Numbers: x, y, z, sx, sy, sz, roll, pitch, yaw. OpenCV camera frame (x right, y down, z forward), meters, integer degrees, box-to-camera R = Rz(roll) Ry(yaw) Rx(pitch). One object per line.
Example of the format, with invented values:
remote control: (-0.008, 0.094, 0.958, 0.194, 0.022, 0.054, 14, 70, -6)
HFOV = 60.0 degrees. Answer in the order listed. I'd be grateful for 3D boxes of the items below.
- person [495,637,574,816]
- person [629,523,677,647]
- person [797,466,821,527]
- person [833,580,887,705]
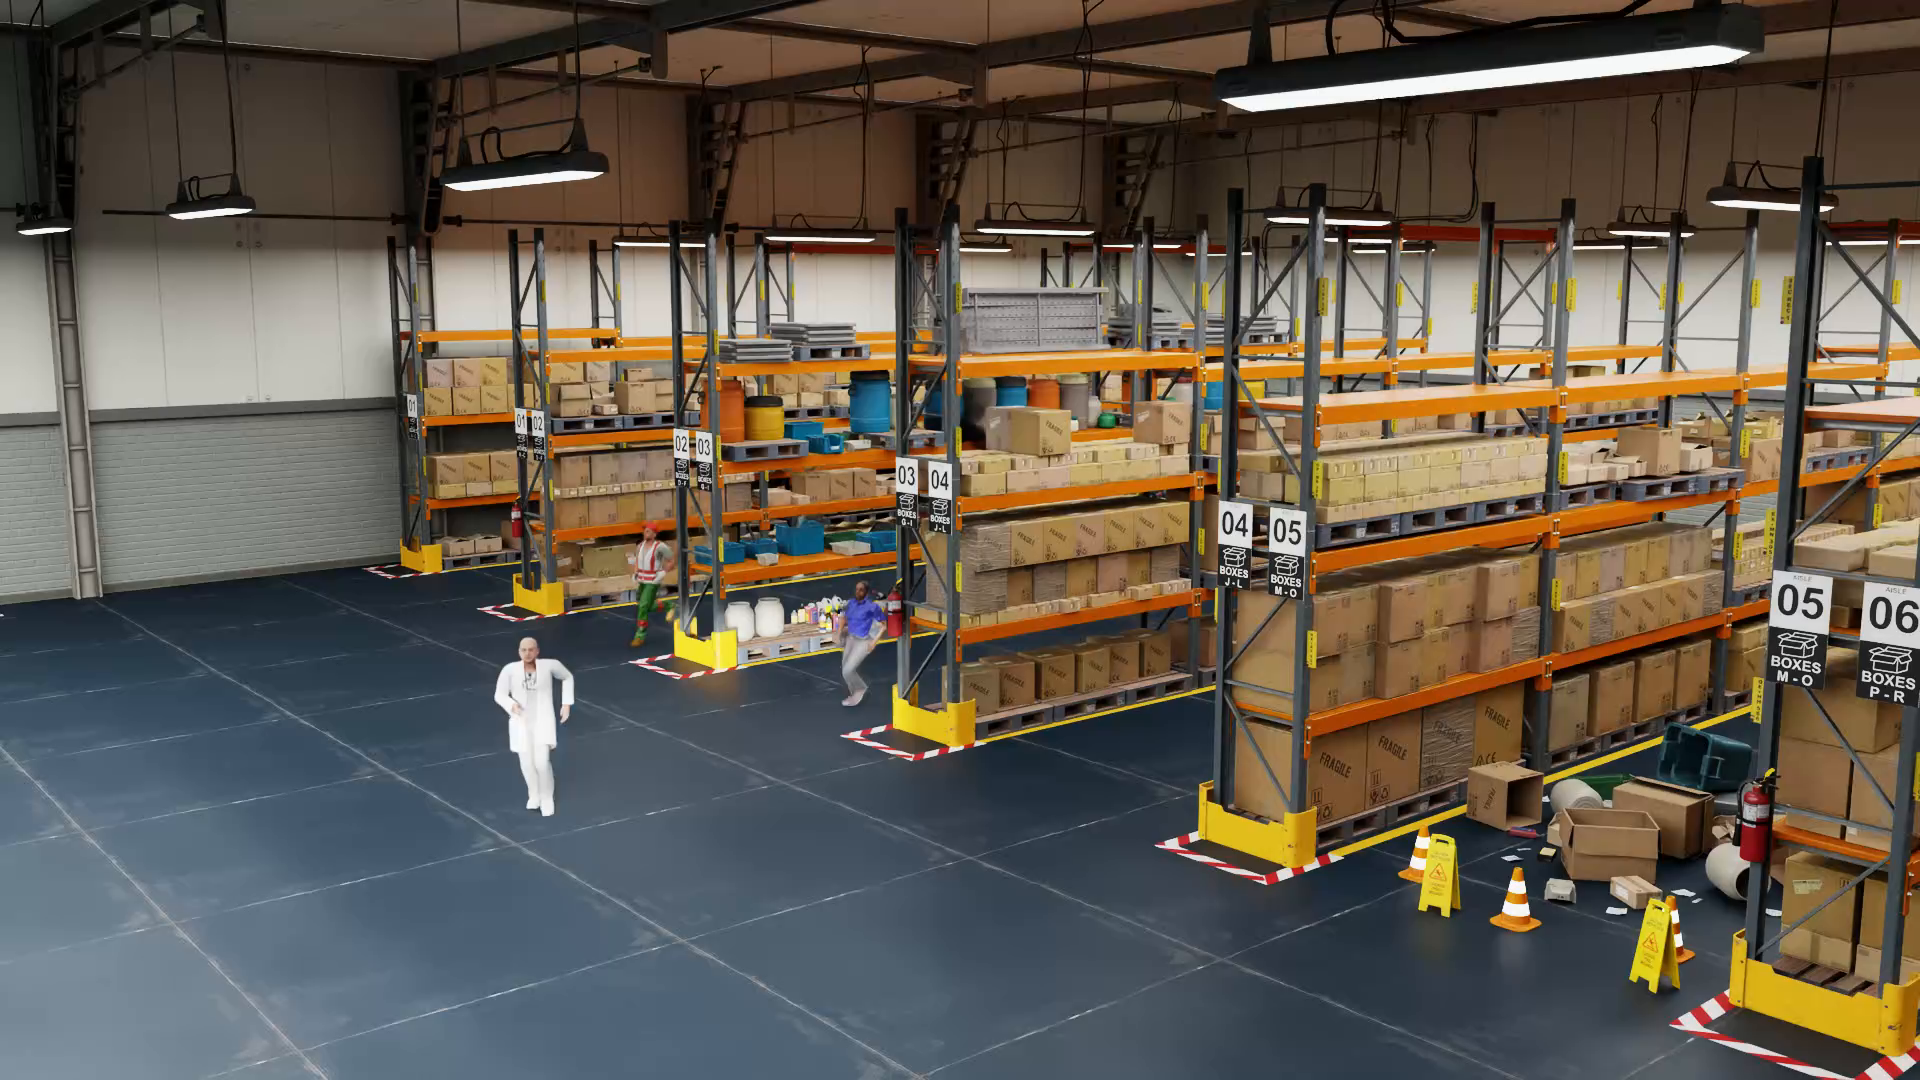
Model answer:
person: (-4.142, 1.842, 16.211, 0.728, 1.829, 0.789, -1, 9, -7)
person: (-4.470, 0.618, 24.165, 0.639, 1.763, 1.017, 7, 11, 38)
person: (-2.832, -0.588, 31.816, 0.890, 1.824, 0.637, -8, 12, -44)
person: (-1.248, 1.275, 20.268, 0.635, 1.596, 0.550, 8, 12, 41)
